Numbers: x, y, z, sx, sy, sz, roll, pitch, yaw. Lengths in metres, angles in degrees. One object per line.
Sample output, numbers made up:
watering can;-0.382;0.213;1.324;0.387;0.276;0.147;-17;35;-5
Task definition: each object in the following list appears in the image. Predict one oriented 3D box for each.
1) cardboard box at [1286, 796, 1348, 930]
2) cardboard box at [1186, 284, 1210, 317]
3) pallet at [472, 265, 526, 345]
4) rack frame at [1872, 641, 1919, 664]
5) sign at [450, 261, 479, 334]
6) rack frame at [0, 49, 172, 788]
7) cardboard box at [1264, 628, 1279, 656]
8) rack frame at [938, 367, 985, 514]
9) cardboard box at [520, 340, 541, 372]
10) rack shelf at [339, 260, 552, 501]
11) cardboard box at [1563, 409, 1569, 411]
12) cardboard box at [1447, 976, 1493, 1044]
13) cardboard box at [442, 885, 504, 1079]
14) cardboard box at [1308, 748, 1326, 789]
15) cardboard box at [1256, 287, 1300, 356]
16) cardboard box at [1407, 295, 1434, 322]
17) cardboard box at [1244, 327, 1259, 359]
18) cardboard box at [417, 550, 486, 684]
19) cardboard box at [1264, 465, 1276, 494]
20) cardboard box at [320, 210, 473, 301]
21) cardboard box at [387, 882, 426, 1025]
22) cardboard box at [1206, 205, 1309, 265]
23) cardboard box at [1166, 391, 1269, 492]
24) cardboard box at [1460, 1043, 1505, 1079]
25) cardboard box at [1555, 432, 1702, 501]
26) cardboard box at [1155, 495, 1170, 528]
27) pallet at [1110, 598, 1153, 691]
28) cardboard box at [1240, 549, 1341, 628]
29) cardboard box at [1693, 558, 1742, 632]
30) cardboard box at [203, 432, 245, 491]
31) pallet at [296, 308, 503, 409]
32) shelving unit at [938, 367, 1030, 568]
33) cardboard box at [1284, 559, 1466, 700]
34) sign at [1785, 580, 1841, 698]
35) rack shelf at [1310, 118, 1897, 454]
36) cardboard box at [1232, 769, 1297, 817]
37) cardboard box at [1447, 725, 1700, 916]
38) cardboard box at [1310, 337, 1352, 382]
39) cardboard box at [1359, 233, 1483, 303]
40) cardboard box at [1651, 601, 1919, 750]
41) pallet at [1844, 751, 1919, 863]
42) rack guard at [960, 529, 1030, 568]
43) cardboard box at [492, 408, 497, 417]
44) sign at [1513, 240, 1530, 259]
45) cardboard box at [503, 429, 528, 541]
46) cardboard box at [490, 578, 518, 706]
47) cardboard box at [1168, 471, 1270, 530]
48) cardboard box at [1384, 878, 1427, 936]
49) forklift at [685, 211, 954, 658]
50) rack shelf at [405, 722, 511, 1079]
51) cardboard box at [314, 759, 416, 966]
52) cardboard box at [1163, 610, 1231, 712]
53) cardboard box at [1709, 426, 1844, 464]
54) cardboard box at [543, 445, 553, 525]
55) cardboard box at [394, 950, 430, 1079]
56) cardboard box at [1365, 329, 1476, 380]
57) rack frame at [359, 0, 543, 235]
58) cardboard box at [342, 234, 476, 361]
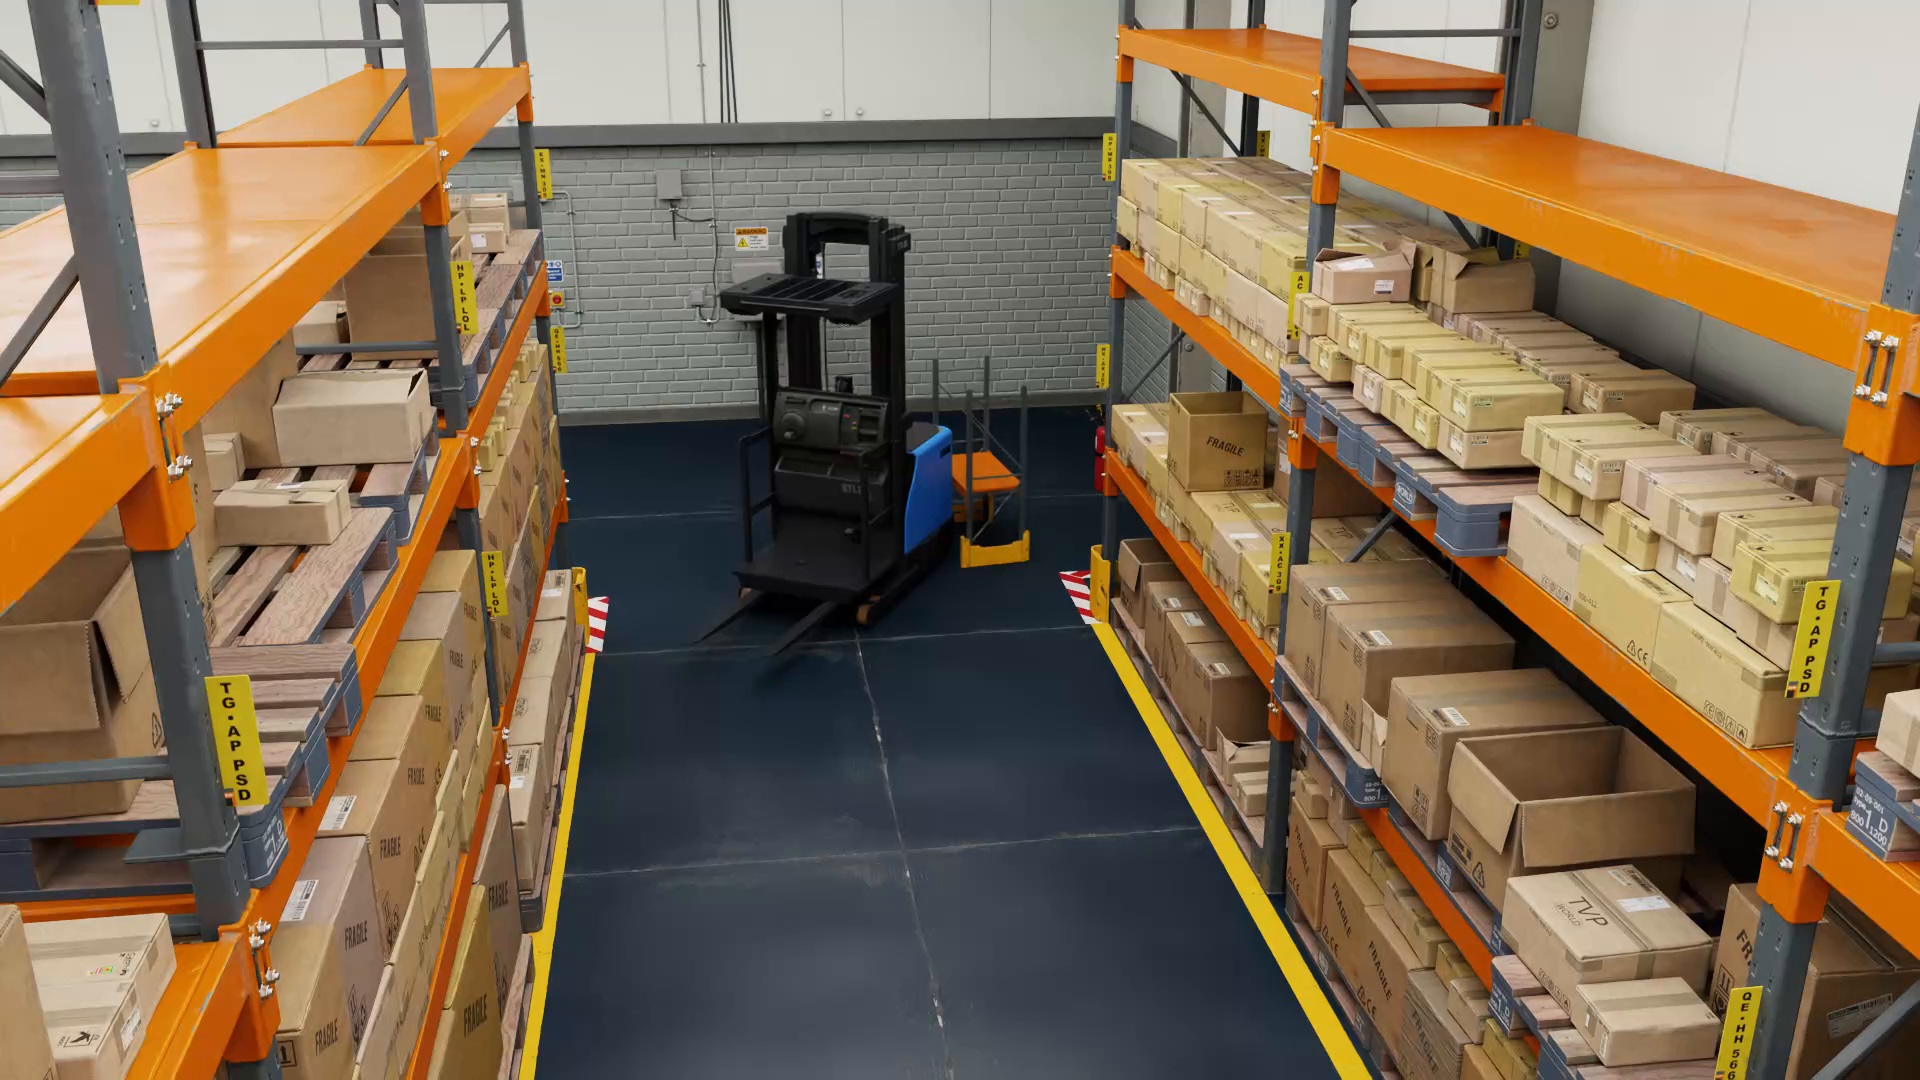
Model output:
cardboard box;2.009;1.647;8.567;0.500;0.500;0.500;-2;21;-5
cardboard box;1.567;-1.435;9.918;0.380;0.149;0.250;-2;21;-7
pallet;-3.029;-1.324;9.387;1.003;0.211;1.213;-3;21;-8
rack frame;2.735;-0.932;3.924;0.949;2.616;0.053;-3;21;-8
sign;-2.214;-1.080;7.420;0.100;0.325;0.005;-3;21;-8
rack frame;-2.169;-0.680;3.251;0.949;2.616;0.053;-3;21;-8
cardboard box;1.866;0.513;8.987;0.380;0.149;0.250;-3;21;-7
rack frame;0.012;-0.852;14.428;0.475;1.308;0.013;-6;21;-15
cardboard box;-2.895;-1.173;10.645;0.380;0.149;0.250;-3;21;-8
rack shelf;-3.038;-1.016;9.463;1.077;0.370;4.000;-3;21;-8
cardboard box;2.551;-0.491;6.647;0.380;0.149;0.250;-3;21;-8
cardboard box;2.253;1.930;6.881;0.380;0.149;0.250;-4;21;-10
cardboard box;-2.443;2.067;6.906;0.875;0.875;0.875;-2;21;-6
cardboard box;2.010;1.159;8.520;0.380;0.149;0.250;-3;21;-9
cardboard box;1.845;-1.135;8.545;0.500;0.250;0.500;-3;21;-8
cardboard box;2.321;-1.079;7.796;0.380;0.149;0.250;-3;21;-9
cardboard box;1.756;-1.082;8.972;0.380;0.149;0.250;-2;21;-6
cardboard box;-2.436;0.372;7.436;0.500;0.500;0.500;-2;21;-6
cardboard box;2.129;-0.283;10.551;0.500;0.250;0.500;-3;21;-8
cardboard box;-2.975;-1.417;8.620;0.797;0.503;0.637;-1;21;-4
cardboard box;-2.134;1.426;5.685;0.500;0.250;0.500;-3;21;-8
cardboard box;1.704;-1.729;9.419;0.500;0.250;0.500;-3;21;-7
cardboard box;1.601;-0.622;10.386;0.500;0.500;0.500;-2;21;-6
cardboard box;2.325;2.362;6.651;0.500;0.500;0.500;-2;21;-5
cardboard box;2.248;-0.249;5.602;0.380;0.149;0.250;-3;21;-9
cardboard box;1.498;-0.198;10.891;0.380;0.149;0.250;-4;21;-9
pallet;1.712;0.717;12.069;1.003;0.211;1.213;-3;21;-8
cardboard box;1.847;0.260;9.095;0.500;0.250;0.500;-2;21;-6
cardboard box;2.431;0.155;4.945;0.380;0.149;0.250;-3;21;-9
cardboard box;-2.913;-0.292;6.231;0.380;0.166;0.250;-4;21;-11
pallet;-2.857;-0.902;8.259;1.003;0.211;1.213;-3;21;-8
shelving unit;0.150;-0.684;13.978;0.587;1.500;1.083;-6;21;-15
cardboard box;2.010;0.429;8.112;0.700;0.500;0.500;-2;21;-6
sign;2.201;0.258;4.287;0.100;0.325;0.005;-3;21;-8
rack shelf;2.450;-1.100;5.974;1.077;0.370;4.000;-3;21;-8
cardboard box;1.791;1.454;9.584;0.380;0.149;0.250;-4;21;-9
cardboard box;2.320;1.077;6.371;0.797;0.503;0.637;-3;21;-9
cardboard box;1.814;-0.823;7.535;0.380;0.149;0.250;-3;21;-7
cardboard box;2.372;-1.401;8.541;0.500;0.250;0.500;-3;21;-8
cardboard box;2.424;0.378;4.918;0.500;0.250;0.500;-4;21;-10
pallet;2.925;0.792;3.865;1.213;0.211;1.003;-2;21;-5
rack guard;0.289;0.069;13.749;0.587;0.250;0.087;-6;21;-15
cardboard box;-2.772;-0.636;9.207;0.380;0.149;0.250;-3;21;-8
sign;2.711;-1.368;8.076;0.100;0.325;0.005;-3;21;-8
cardboard box;-2.708;-0.300;9.235;0.500;0.500;0.500;-3;21;-7
cardboard box;-2.558;0.523;8.461;0.500;0.500;0.500;-2;21;-6
cardboard box;1.628;-0.264;10.499;0.500;0.250;0.500;-3;21;-9
cardboard box;2.167;1.664;7.592;0.380;0.149;0.250;-3;21;-8
forklift;-1.067;-0.890;12.485;1.130;2.935;3.031;8;22;20
rack shelf;-2.461;1.775;6.280;1.077;0.370;4.000;-3;21;-8
cardboard box;-2.142;1.081;5.538;0.500;0.500;0.500;-2;21;-6
cardboard box;1.642;0.785;10.873;0.500;0.500;0.500;-3;21;-7
cardboard box;2.803;-0.277;5.676;0.380;0.149;0.250;-3;21;-8
cardboard box;-2.937;-0.358;10.820;0.500;0.500;0.500;-3;21;-9
cardboard box;-2.156;1.659;5.775;0.500;0.250;0.500;-2;21;-6
cardboard box;1.938;-0.785;7.008;0.380;0.149;0.250;-3;21;-9
rack frame;-3.326;-3.450;10.667;1.000;3.000;0.127;-3;21;-8
cardboard box;-2.626;-1.165;7.949;0.500;0.500;0.500;-3;21;-7
